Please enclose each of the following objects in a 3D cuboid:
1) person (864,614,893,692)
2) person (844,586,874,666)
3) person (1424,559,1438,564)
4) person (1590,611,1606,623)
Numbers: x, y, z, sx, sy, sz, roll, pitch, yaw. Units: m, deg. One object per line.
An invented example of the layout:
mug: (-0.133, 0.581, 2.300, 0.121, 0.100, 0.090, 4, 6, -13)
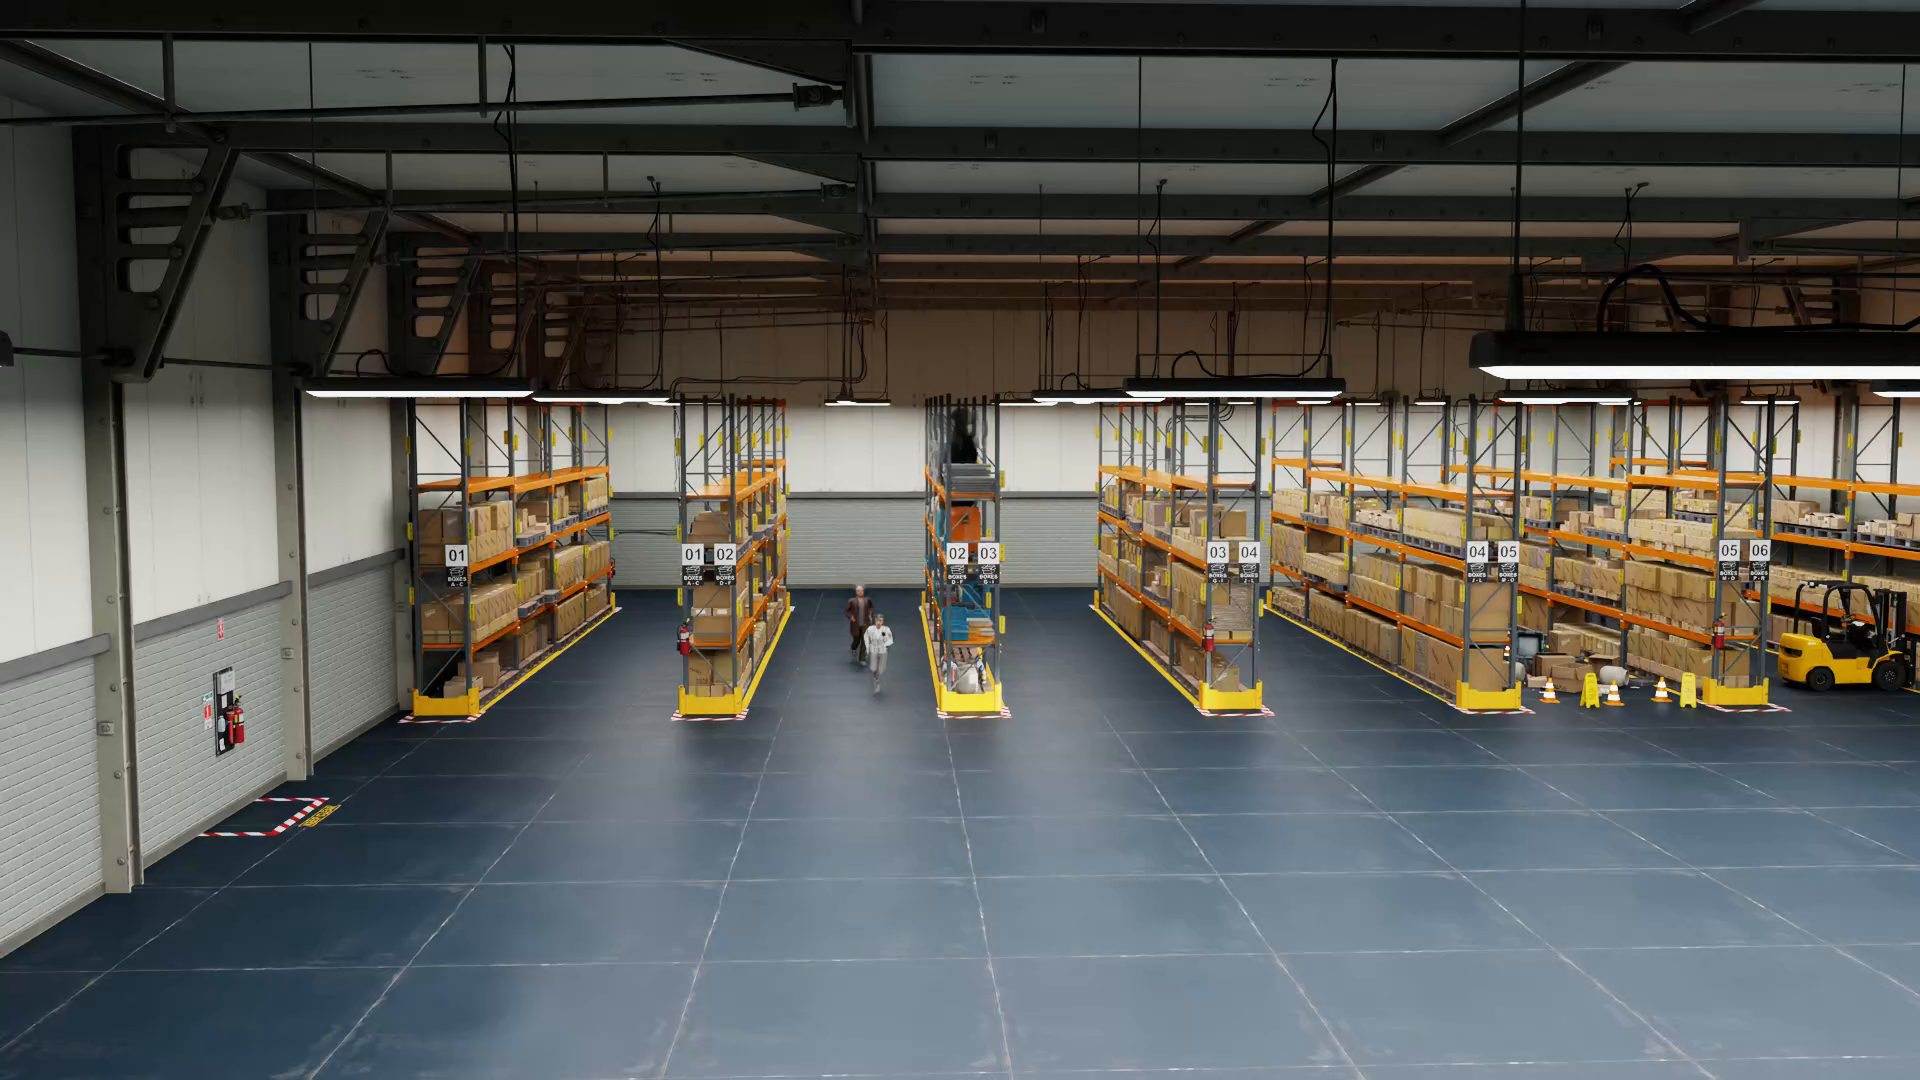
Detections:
person: (-1.633, 2.266, 33.296, 0.574, 1.606, 0.690, 0, 5, -4)
person: (-2.242, 1.908, 37.276, 0.712, 1.764, 0.918, -1, 5, -15)
person: (13.981, 0.935, 49.309, 0.977, 1.761, 0.741, 1, 5, 8)
person: (16.865, 1.433, 44.153, 0.593, 1.625, 0.893, -1, 5, -10)
